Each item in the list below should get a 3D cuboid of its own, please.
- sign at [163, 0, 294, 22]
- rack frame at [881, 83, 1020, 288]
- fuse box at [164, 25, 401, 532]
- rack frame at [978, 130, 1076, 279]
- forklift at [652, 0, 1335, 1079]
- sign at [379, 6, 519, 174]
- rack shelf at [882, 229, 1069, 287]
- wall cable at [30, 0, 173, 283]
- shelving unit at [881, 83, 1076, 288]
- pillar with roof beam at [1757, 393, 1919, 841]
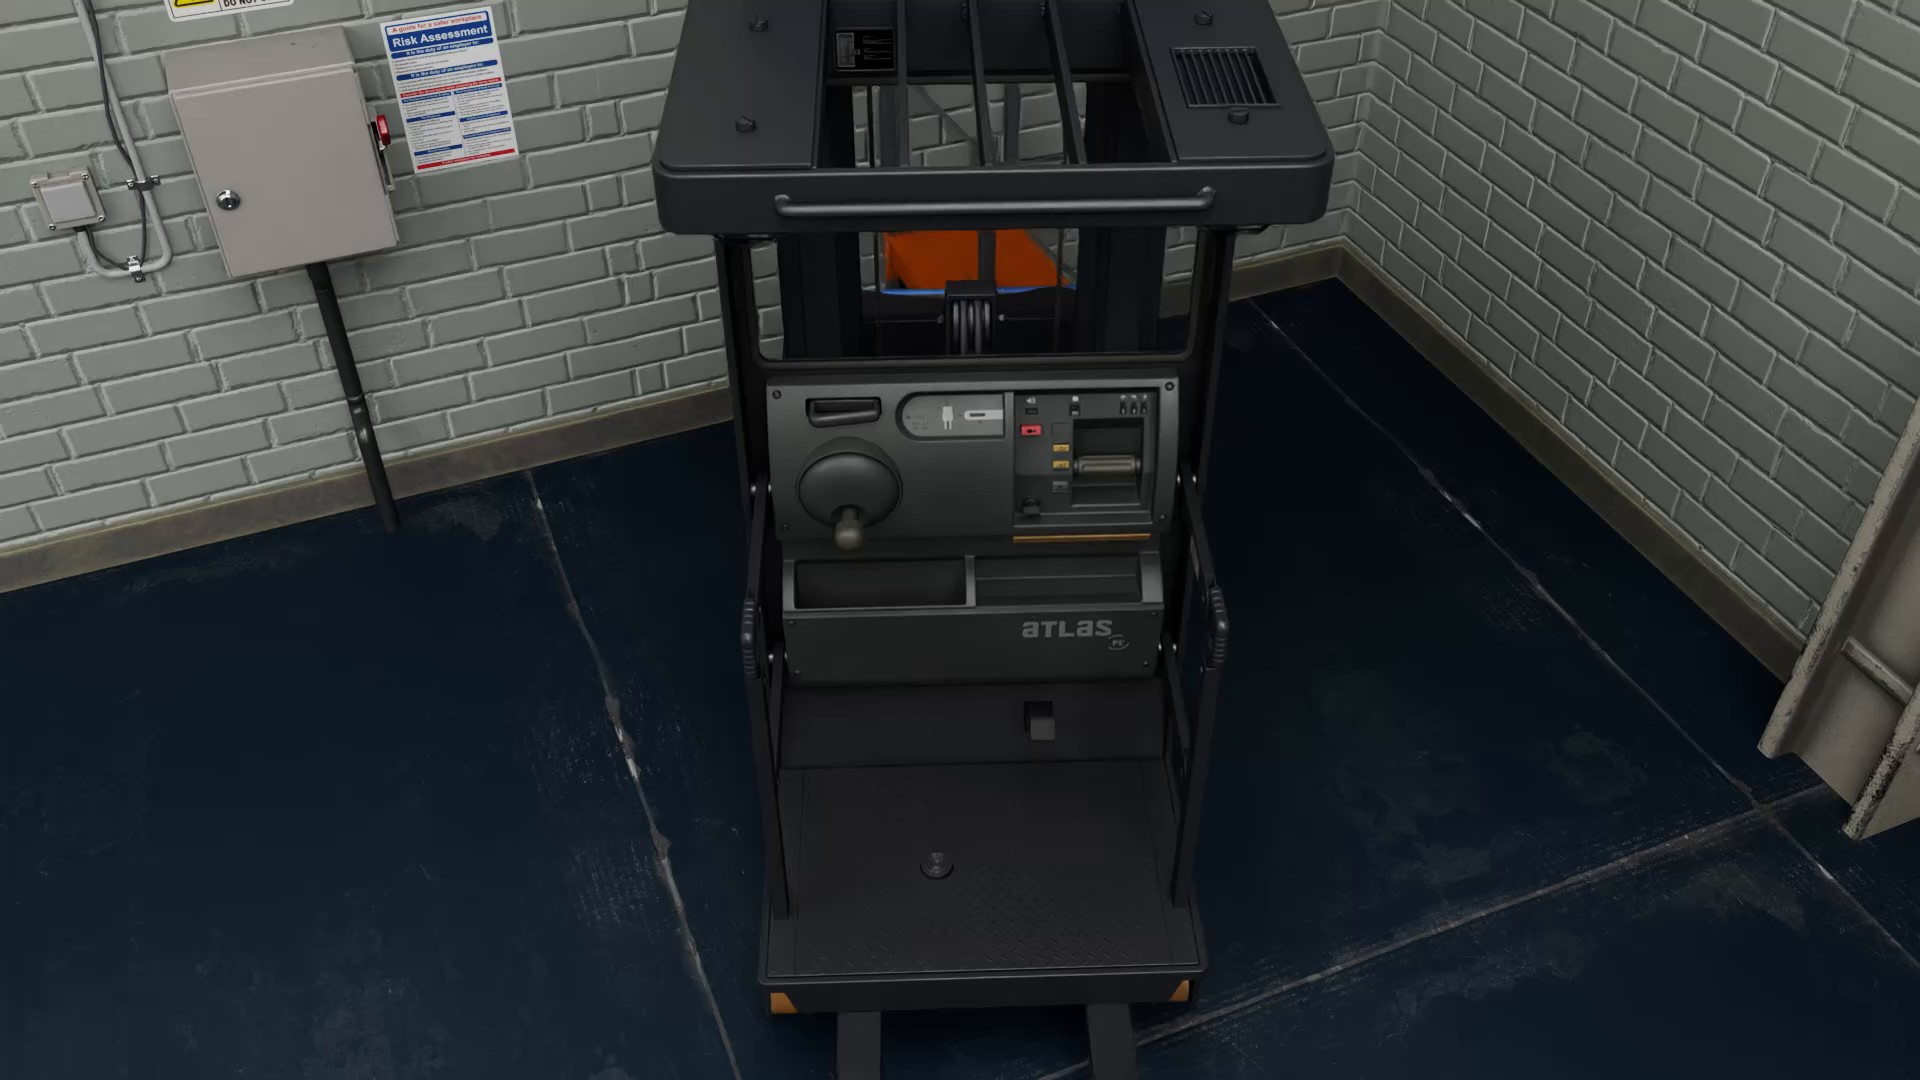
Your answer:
[{"bbox_3d":[-2.075,-1.596,4.672,0.339,0.242,0.001,-15,43,-17],"label":"sign"},{"bbox_3d":[-0.032,-1.239,6.032,0.500,1.500,0.032,-12,41,-15],"label":"rack frame"},{"bbox_3d":[-1.945,-0.683,5.232,0.539,1.711,0.414,-15,43,-17],"label":"fuse box"},{"bbox_3d":[0.297,-0.629,5.289,0.500,1.500,0.032,-12,41,-15],"label":"rack frame"},{"bbox_3d":[0.041,-0.102,3.621,1.130,2.935,3.031,-1,41,-2],"label":"forklift"},{"bbox_3d":[-1.568,-1.384,5.131,0.329,0.494,0.001,-15,43,-17],"label":"sign"},{"bbox_3d":[0.132,-0.795,5.775,0.538,0.185,1.000,-12,41,-15],"label":"rack shelf"},{"bbox_3d":[-2.636,-1.481,4.393,0.588,1.984,0.122,-15,43,-17],"label":"wall cable"},{"bbox_3d":[0.129,-0.940,5.667,0.587,1.500,1.083,-12,41,-15],"label":"shelving unit"},{"bbox_3d":[-1.354,-1.635,0.749,9.100,9.000,0.400,-15,43,-17],"label":"pillar with roof beam"}]
